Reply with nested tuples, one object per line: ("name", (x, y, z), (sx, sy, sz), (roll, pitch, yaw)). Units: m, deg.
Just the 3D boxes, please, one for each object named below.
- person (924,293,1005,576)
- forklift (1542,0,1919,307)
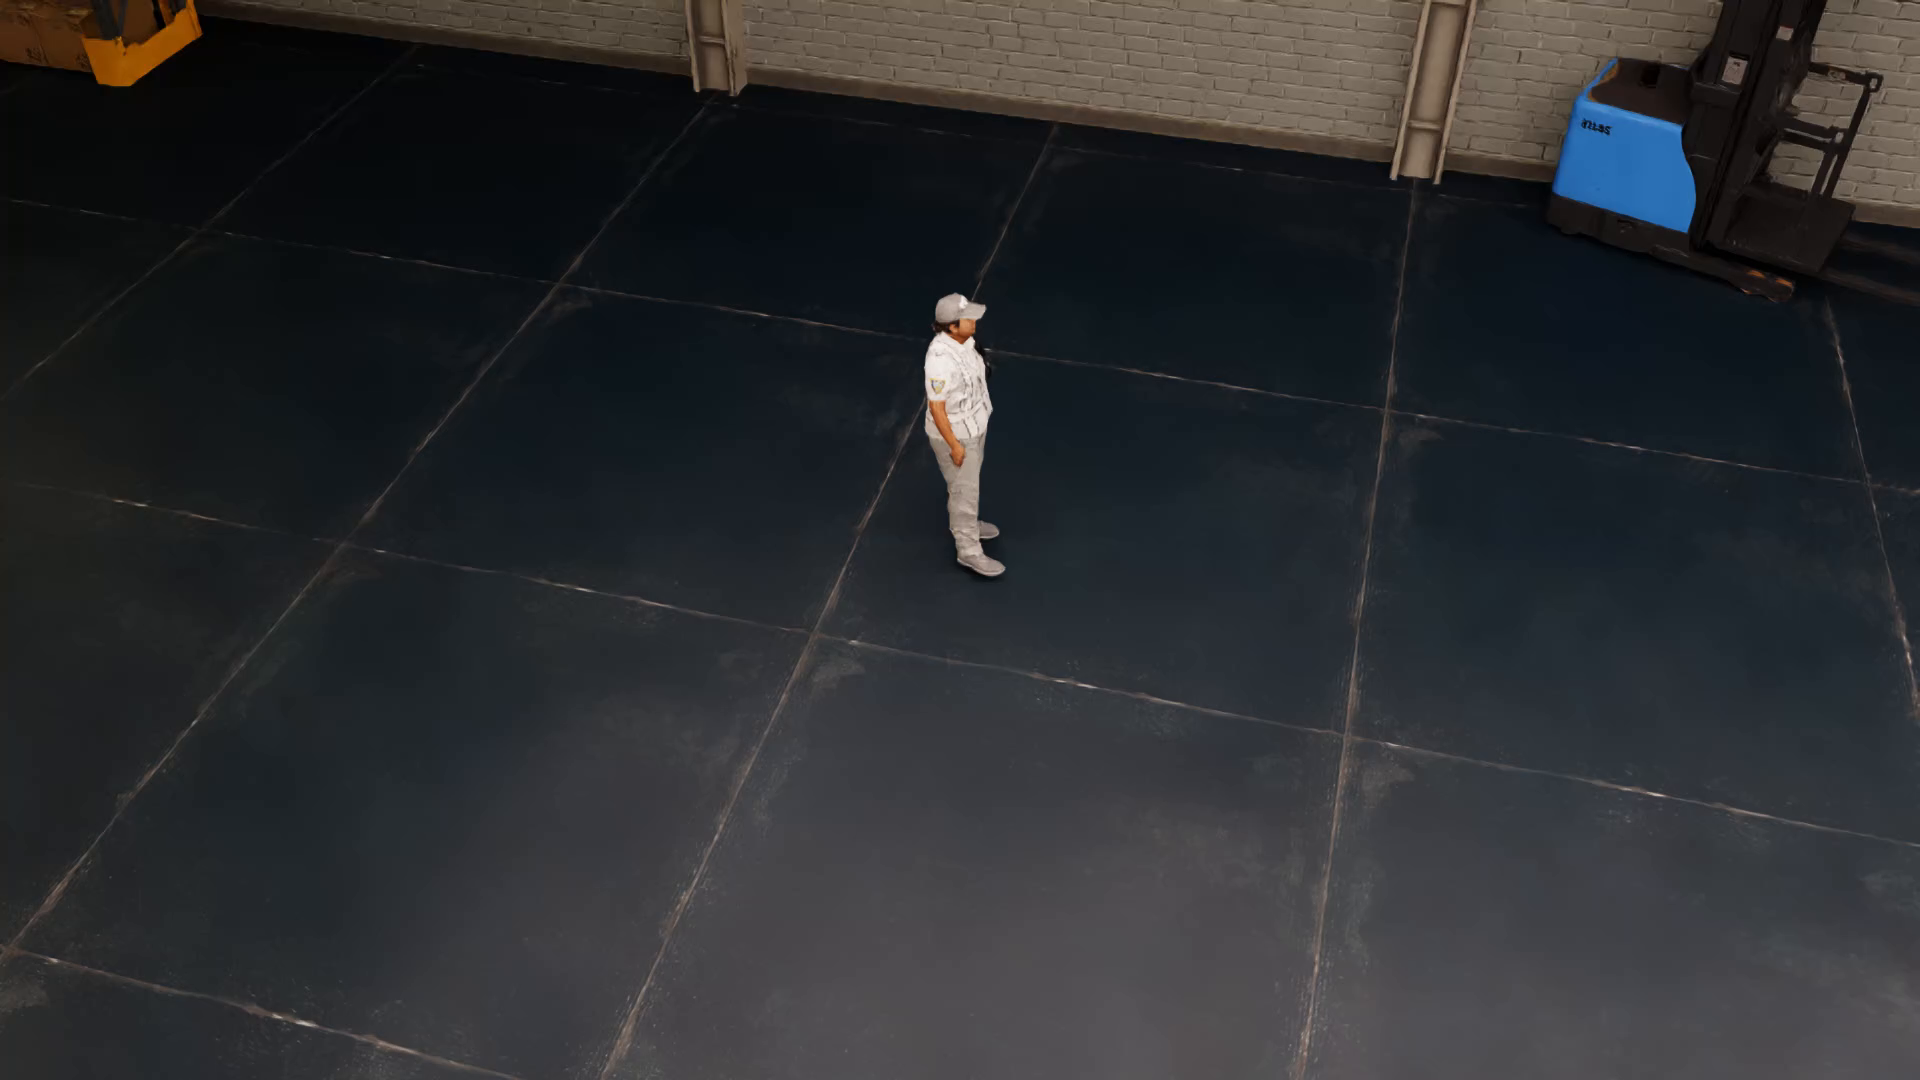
("person", (0.068, -0.631, 9.477), (0.529, 1.659, 0.598), (10, 42, 11))
("forklift", (5.985, -3.219, 11.534), (3.031, 2.935, 1.130), (25, 47, 26))
